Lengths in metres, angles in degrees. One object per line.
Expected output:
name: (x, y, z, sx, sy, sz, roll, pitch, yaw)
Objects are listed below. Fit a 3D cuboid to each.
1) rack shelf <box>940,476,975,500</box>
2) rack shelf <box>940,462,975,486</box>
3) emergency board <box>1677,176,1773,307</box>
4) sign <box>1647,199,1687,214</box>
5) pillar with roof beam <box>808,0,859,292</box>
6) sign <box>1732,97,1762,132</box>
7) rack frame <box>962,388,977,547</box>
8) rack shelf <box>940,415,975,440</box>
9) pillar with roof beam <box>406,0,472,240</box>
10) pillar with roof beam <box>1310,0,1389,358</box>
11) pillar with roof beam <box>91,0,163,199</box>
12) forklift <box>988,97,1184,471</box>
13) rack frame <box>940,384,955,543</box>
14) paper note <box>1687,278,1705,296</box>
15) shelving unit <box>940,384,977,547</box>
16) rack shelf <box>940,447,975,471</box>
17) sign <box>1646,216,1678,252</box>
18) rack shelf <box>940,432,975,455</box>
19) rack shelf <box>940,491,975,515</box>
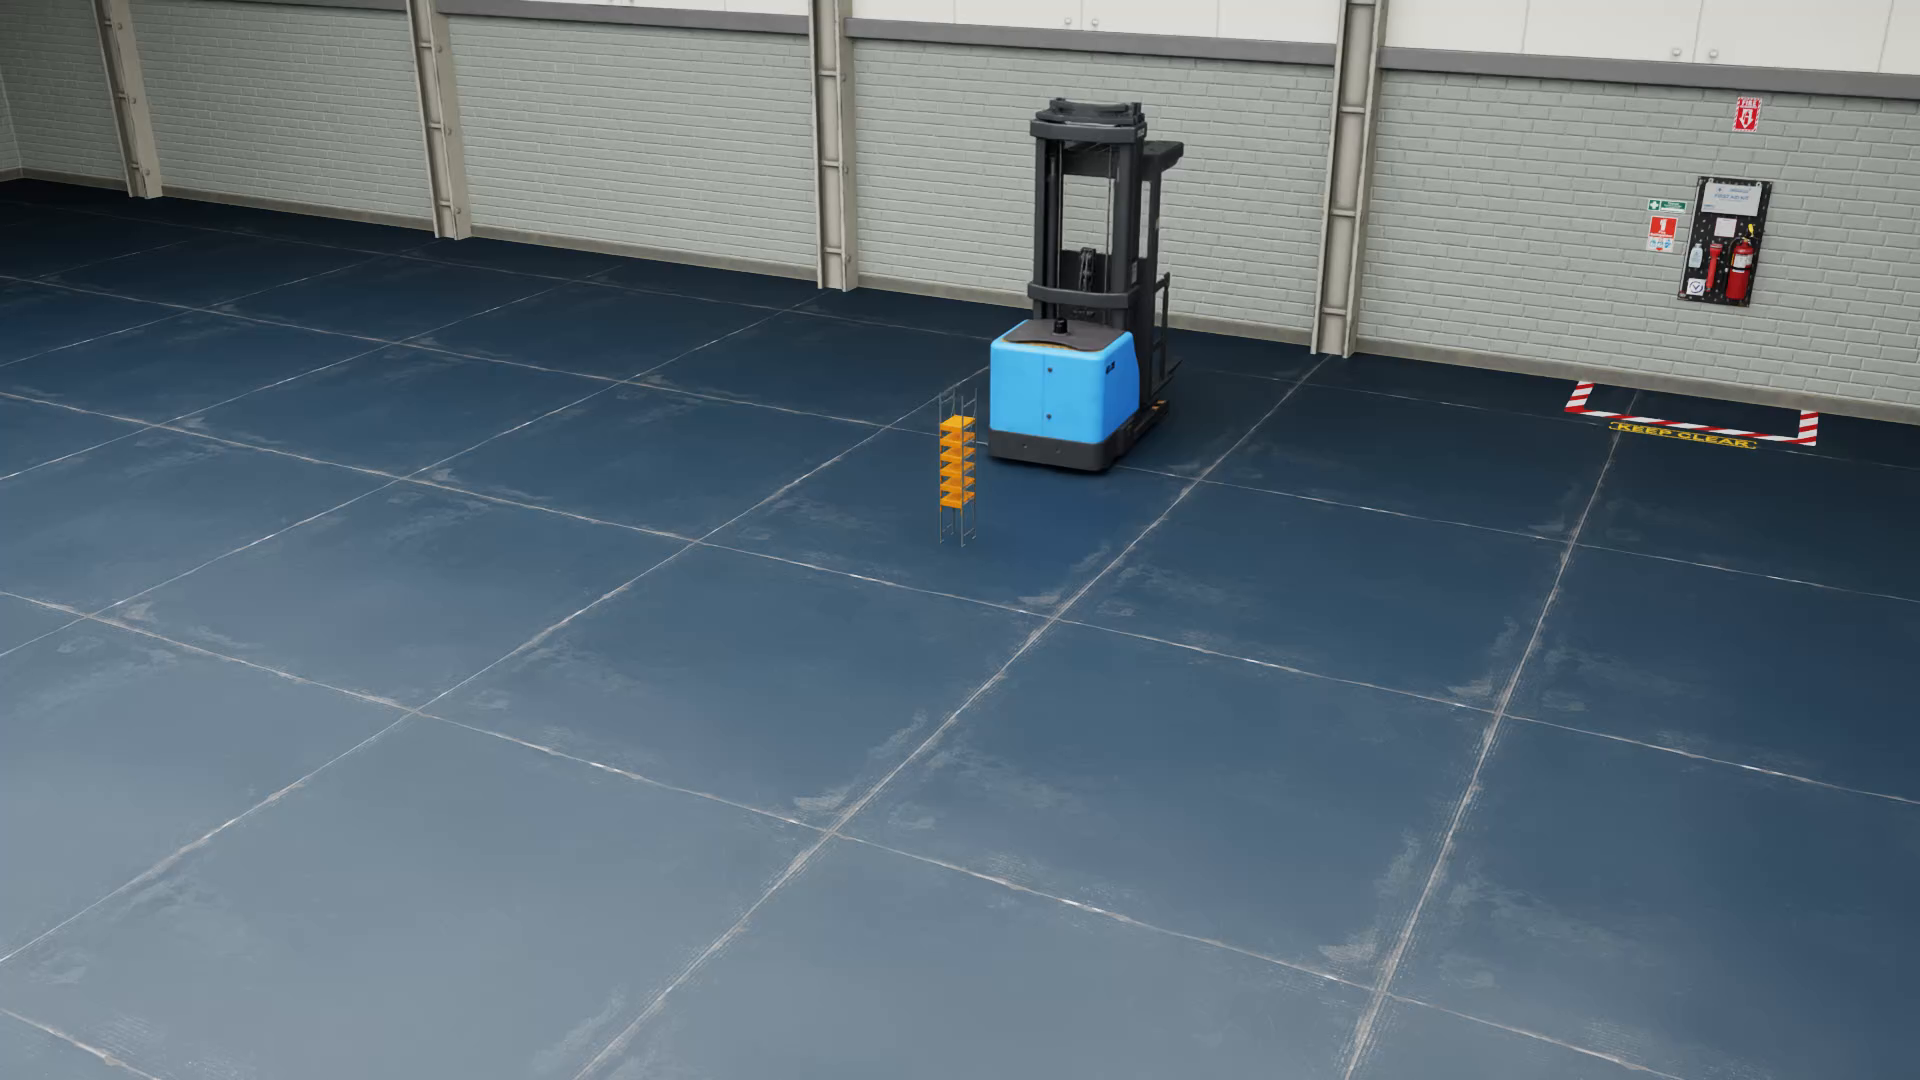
rack shelf: (-0.013, -0.403, 12.612, 0.180, 0.103, 0.258, 11, 25, 25)
rack shelf: (-0.013, -0.514, 12.565, 0.180, 0.103, 0.258, 11, 25, 25)
emergency board: (7.068, -2.737, 15.378, 0.643, 1.169, 0.194, 11, 25, 25)
sign: (6.621, -3.127, 15.573, 0.331, 0.109, 0.001, 11, 25, 25)
pillar with roof beam: (-3.396, -5.663, 14.594, 0.400, 9.000, 9.100, 11, 25, 25)
sign: (7.105, -3.840, 15.010, 0.199, 0.298, 0.001, 11, 25, 25)
rack frame: (0.069, -0.539, 12.509, 0.006, 1.200, 0.240, 11, 25, 25)
rack shelf: (-0.013, -0.845, 12.424, 0.180, 0.103, 0.258, 11, 25, 25)
pillar with roof beam: (-8.750, -6.723, 17.085, 0.400, 9.000, 9.100, 11, 25, 25)
pillar with roof beam: (1.959, -4.604, 12.103, 0.400, 9.000, 9.100, 11, 25, 25)
pillar with roof beam: (-14.105, -7.782, 19.576, 0.400, 9.000, 9.100, 11, 25, 25)
forklift: (1.300, -2.474, 14.849, 1.130, 2.935, 3.031, 10, 25, 22)
rack frame: (-0.095, -0.571, 12.585, 0.006, 1.200, 0.240, 11, 25, 25)
paper note: (6.941, -2.387, 15.681, 0.142, 0.148, 0.016, 11, 25, 25)
shelving unit: (-0.013, -0.555, 12.547, 0.189, 1.200, 0.258, 11, 25, 25)
rack shelf: (-0.013, -0.624, 12.518, 0.180, 0.103, 0.258, 11, 25, 25)
sign: (6.621, -2.887, 15.686, 0.234, 0.329, 0.001, 11, 25, 25)
rack shelf: (-0.013, -0.735, 12.471, 0.180, 0.103, 0.258, 11, 25, 25)
rack shelf: (-0.013, -0.293, 12.659, 0.180, 0.103, 0.258, 11, 25, 25)
